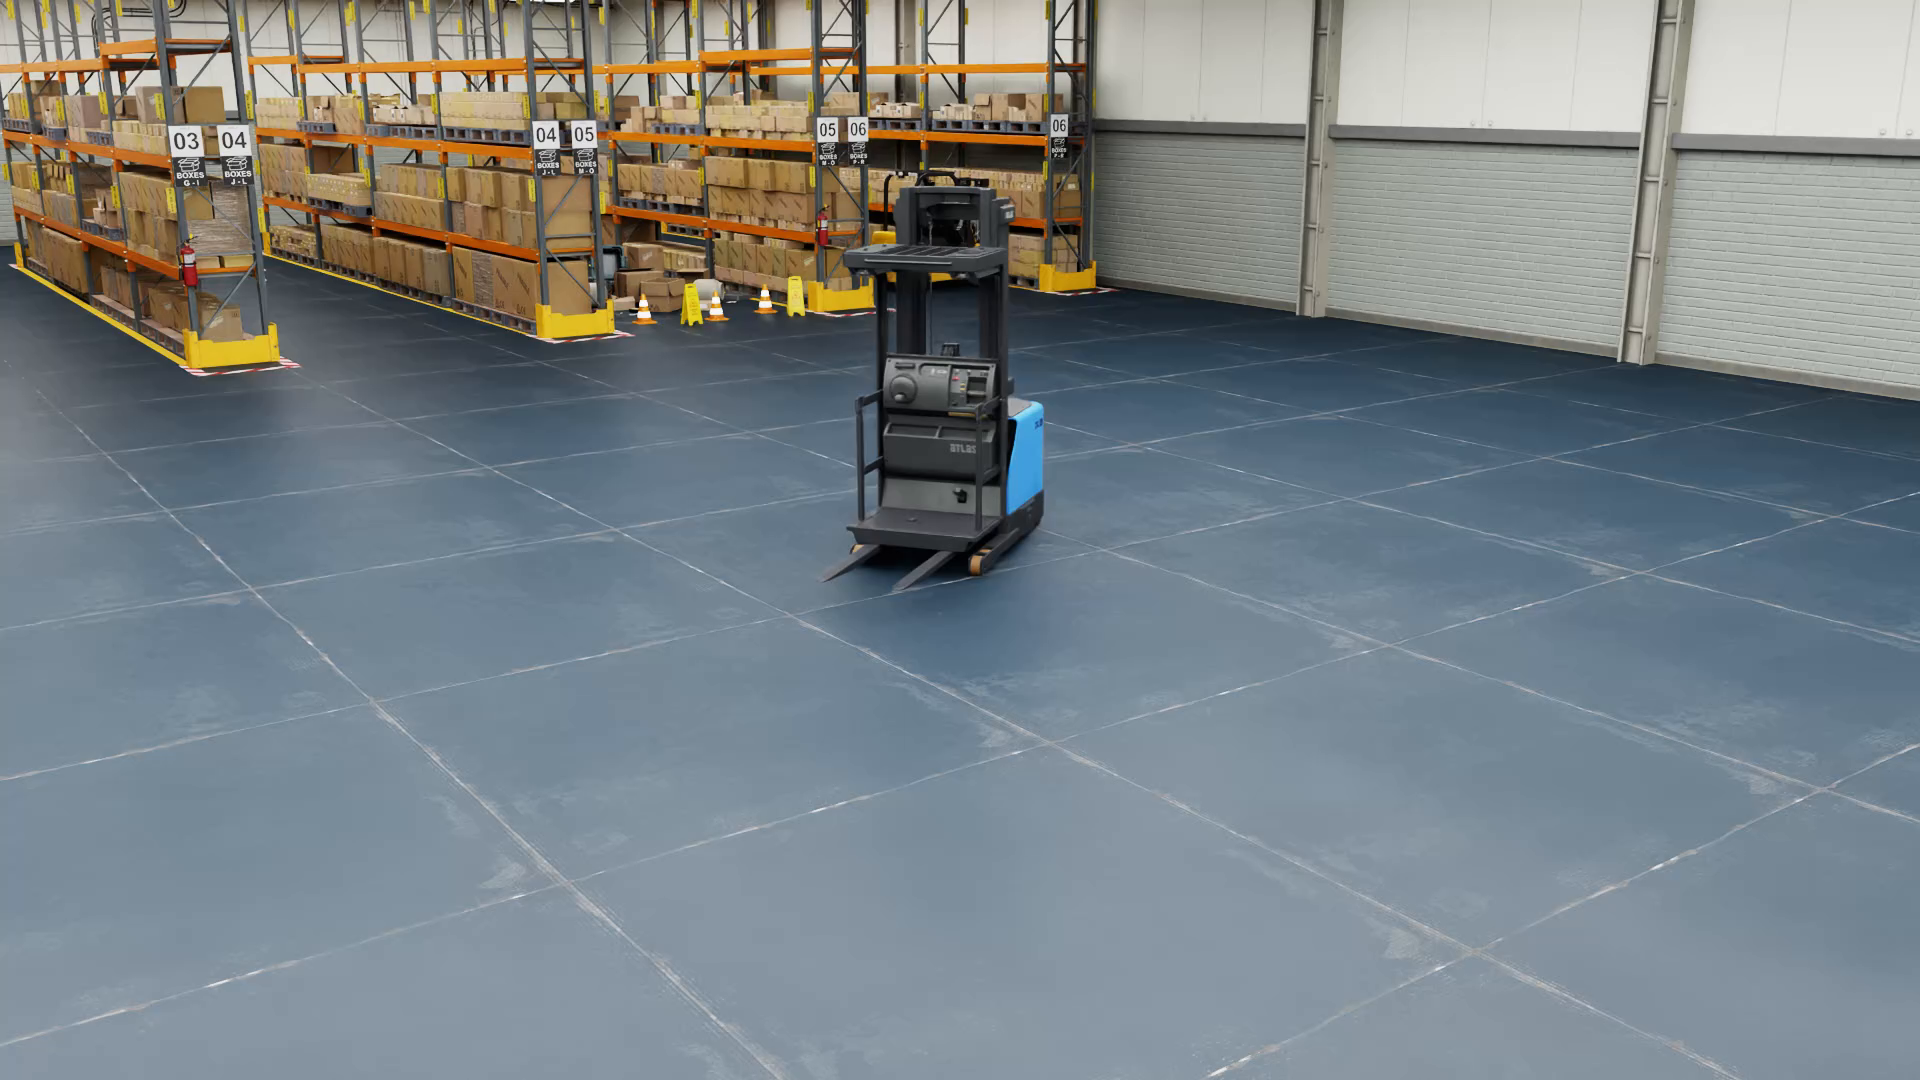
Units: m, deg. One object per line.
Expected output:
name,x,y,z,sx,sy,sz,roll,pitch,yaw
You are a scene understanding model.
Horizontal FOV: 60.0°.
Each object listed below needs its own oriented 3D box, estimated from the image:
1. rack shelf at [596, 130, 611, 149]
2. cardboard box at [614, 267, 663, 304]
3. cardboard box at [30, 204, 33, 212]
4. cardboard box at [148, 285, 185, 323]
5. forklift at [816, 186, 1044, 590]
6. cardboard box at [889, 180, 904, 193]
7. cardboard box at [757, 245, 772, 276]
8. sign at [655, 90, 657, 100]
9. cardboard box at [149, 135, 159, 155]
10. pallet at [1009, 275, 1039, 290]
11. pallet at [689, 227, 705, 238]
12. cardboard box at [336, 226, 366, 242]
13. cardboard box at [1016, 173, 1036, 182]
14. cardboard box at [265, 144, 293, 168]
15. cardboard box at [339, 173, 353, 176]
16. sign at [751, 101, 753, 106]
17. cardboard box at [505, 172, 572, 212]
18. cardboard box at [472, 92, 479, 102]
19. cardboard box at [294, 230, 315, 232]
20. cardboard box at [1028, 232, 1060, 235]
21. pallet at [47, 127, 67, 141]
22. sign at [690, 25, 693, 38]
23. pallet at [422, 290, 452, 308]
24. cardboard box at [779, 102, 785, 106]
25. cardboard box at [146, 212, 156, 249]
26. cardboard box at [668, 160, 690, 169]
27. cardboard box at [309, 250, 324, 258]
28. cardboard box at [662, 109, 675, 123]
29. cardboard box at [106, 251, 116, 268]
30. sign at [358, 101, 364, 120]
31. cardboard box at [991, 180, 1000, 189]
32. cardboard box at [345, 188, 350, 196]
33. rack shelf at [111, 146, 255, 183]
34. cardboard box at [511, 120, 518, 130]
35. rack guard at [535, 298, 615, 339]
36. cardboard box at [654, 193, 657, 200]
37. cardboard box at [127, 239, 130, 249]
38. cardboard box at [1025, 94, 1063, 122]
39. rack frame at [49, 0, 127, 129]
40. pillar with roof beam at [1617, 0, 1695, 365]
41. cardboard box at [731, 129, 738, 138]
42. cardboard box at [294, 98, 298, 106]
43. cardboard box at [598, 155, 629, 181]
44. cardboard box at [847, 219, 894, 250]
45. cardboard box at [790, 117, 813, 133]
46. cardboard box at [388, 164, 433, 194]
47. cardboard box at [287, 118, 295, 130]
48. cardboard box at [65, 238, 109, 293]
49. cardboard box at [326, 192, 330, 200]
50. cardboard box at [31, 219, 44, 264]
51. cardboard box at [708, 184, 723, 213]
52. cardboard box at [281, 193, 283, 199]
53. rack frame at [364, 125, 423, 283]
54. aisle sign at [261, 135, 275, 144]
rack shelf,-7.876,-8.655,35.697,1.077,0.370,4.000,-11,19,-35
cardboard box,-5.634,-4.462,29.168,0.797,0.637,0.503,-11,19,-35
cardboard box,-18.118,-6.557,32.827,0.380,0.149,0.250,-10,18,-34
cardboard box,-12.162,-3.641,25.637,0.500,0.500,0.500,-12,19,-36
forklift,-0.234,-1.249,13.089,1.130,2.935,3.031,5,16,19
cardboard box,-1.140,-7.388,34.724,0.500,0.250,0.500,-11,19,-36
cardboard box,-3.279,-5.008,29.685,0.500,0.500,0.500,-11,19,-36
sign,-7.830,-11.392,42.678,0.100,0.325,0.005,-11,19,-35
cardboard box,-10.798,-5.426,22.820,0.500,0.250,0.500,-11,19,-34
pallet,1.533,-5.003,31.955,1.003,0.211,1.213,-11,19,-35
pallet,-6.164,-7.816,42.234,1.003,0.211,1.213,-11,19,-35
cardboard box,-12.165,-6.129,33.307,0.500,0.250,0.500,-10,18,-32
cardboard box,1.289,-6.839,31.400,0.380,0.149,0.250,-10,18,-33
cardboard box,-14.998,-8.477,36.718,0.500,0.500,0.500,-10,18,-33
cardboard box,-12.603,-7.505,34.369,0.380,0.149,0.250,-10,18,-32
sign,-3.914,-8.056,31.167,0.100,0.325,0.005,-11,19,-35
cardboard box,-6.526,-5.412,25.836,0.875,0.550,0.550,-11,19,-35
cardboard box,-7.459,-6.990,26.231,0.380,0.149,0.250,-11,19,-35
cardboard box,-14.301,-6.680,36.277,0.380,0.149,0.250,-11,19,-34
cardboard box,1.590,-5.788,32.060,0.500,0.250,0.500,-11,19,-34
pallet,-15.138,-7.075,28.919,1.213,0.211,1.003,-10,18,-32
sign,-6.931,-13.110,42.860,0.100,0.325,0.005,-11,19,-35
pallet,-8.808,-4.292,29.358,1.003,0.211,1.213,-11,19,-35
cardboard box,-3.892,-9.914,37.900,0.380,0.149,0.250,-11,19,-34
cardboard box,-11.248,-4.505,24.102,0.875,0.500,0.500,-11,19,-35
cardboard box,-5.399,-7.245,32.087,0.380,0.149,0.250,-12,19,-37
cardboard box,-13.503,-6.051,35.106,0.380,0.149,0.250,-11,19,-34
cardboard box,-5.402,-8.171,32.055,0.500,0.250,0.500,-11,19,-34
cardboard box,-14.298,-4.820,28.485,0.500,0.250,0.500,-10,18,-32
sign,-11.085,-7.951,30.782,0.100,0.325,0.005,-11,19,-35
cardboard box,0.812,-6.853,32.014,0.380,0.149,0.250,-11,19,-34
cardboard box,-11.619,-6.710,32.029,0.380,0.149,0.250,-10,18,-33
rack shelf,-11.189,-5.409,23.836,1.077,0.370,4.000,-11,19,-35
cardboard box,-6.558,-6.279,25.143,0.380,0.149,0.250,-11,19,-34
rack guard,-5.927,-3.419,25.622,1.175,0.500,0.348,-11,19,-35
cardboard box,-5.850,-6.825,33.009,0.380,0.149,0.250,-10,18,-32
cardboard box,-12.481,-4.522,25.392,0.380,0.149,0.250,-11,19,-35
cardboard box,1.559,-7.994,30.744,0.500,0.500,0.500,-10,18,-33
rack frame,-14.716,-8.484,28.026,1.000,3.000,0.127,-11,19,-35
pillar with roof beam,5.909,-6.143,19.473,9.100,9.000,0.400,-11,19,-35
cardboard box,-3.905,-7.335,29.988,0.380,0.149,0.250,-10,18,-33
cardboard box,-13.566,-9.080,34.468,0.380,0.149,0.250,-10,18,-33
cardboard box,-7.216,-7.728,34.548,0.500,0.500,0.500,-11,19,-36
cardboard box,-1.941,-6.683,36.514,0.875,0.625,0.625,-10,18,-33
cardboard box,-2.516,-7.005,28.027,0.500,0.250,0.500,-11,19,-35
cardboard box,-10.091,-6.664,30.657,0.700,0.500,0.500,-11,19,-35
cardboard box,-13.788,-8.738,34.922,0.500,0.250,0.500,-11,19,-35
cardboard box,-15.105,-4.918,29.593,1.225,0.875,0.875,-12,19,-37
cardboard box,-12.365,-6.840,33.066,0.380,0.149,0.250,-11,19,-36
cardboard box,-18.444,-6.157,34.120,0.875,0.875,0.875,-11,19,-35
cardboard box,-4.315,-6.329,30.763,0.500,0.500,0.500,-11,19,-35
cardboard box,-14.723,-7.596,36.623,0.380,0.149,0.250,-11,19,-35
rack frame,-10.645,-6.338,31.552,1.000,3.000,0.127,-11,19,-35
aisle sign,-15.634,-9.269,37.337,0.394,0.787,0.004,-11,19,-35
